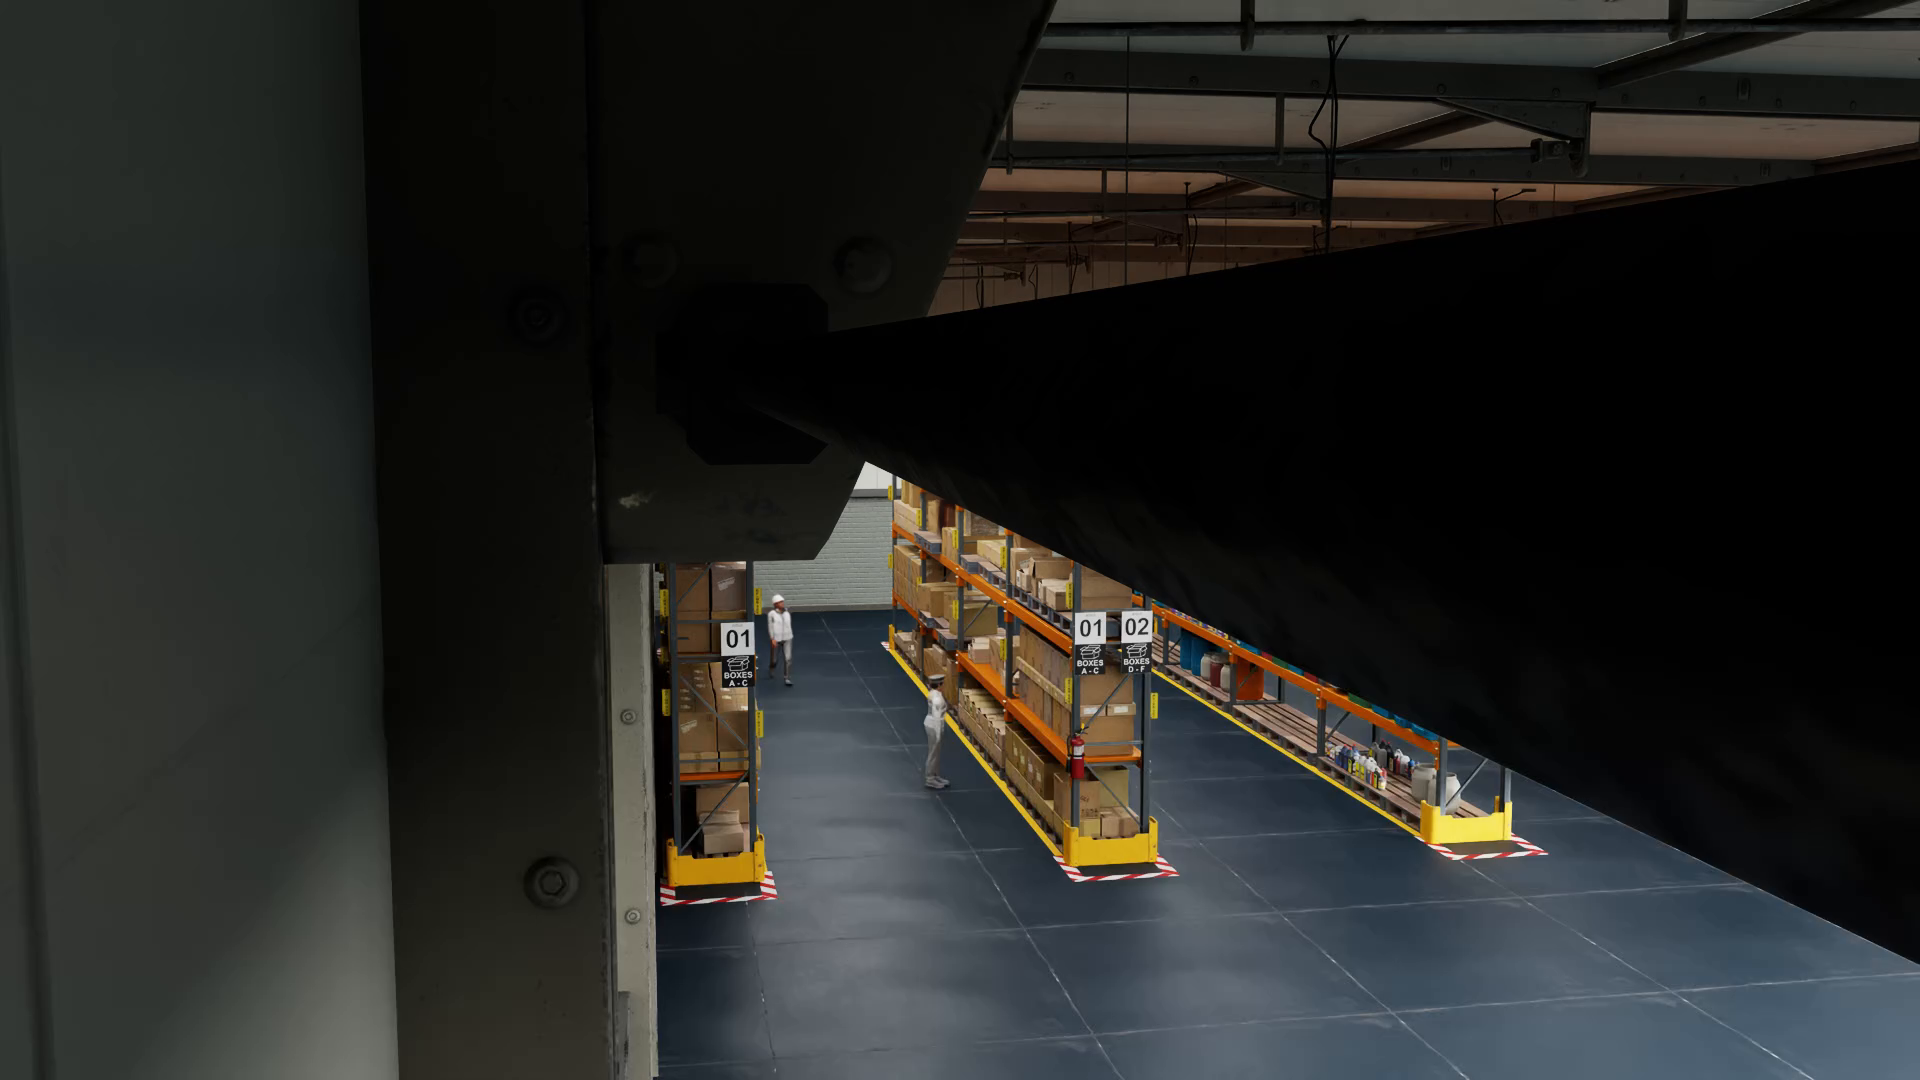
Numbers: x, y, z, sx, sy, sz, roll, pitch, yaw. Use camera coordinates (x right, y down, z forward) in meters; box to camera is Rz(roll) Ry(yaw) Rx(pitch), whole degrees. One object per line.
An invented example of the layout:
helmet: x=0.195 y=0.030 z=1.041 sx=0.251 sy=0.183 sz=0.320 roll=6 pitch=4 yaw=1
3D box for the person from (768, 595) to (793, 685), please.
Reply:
person: x=-3.529 y=1.938 z=32.636 sx=0.505 sy=1.720 sz=0.841 roll=-2 pitch=6 yaw=-14

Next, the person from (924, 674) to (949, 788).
person: x=-0.349 y=2.826 z=24.720 sx=0.372 sy=1.686 sz=0.504 roll=-1 pitch=6 yaw=-7
